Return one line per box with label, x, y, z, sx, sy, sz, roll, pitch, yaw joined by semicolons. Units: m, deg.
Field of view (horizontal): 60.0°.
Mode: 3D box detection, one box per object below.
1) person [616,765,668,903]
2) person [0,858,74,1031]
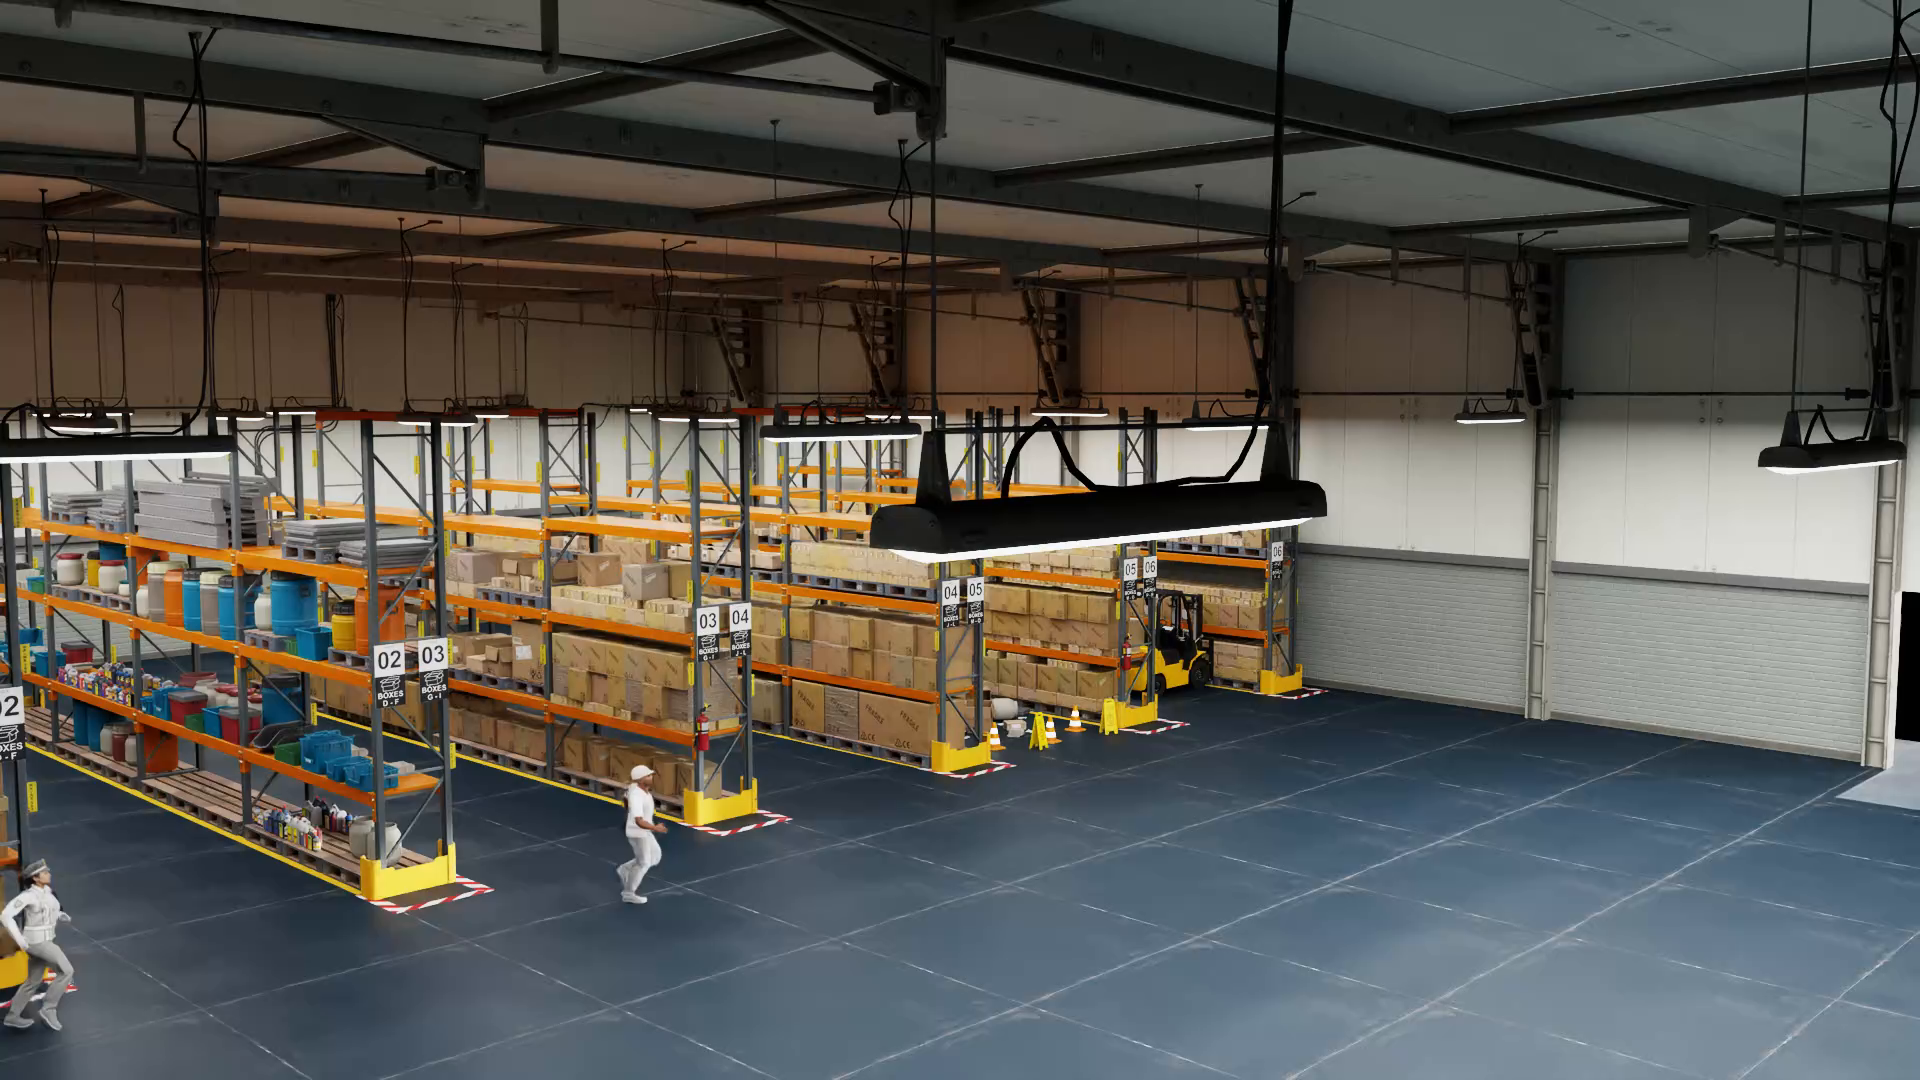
person;-3.964;3.642;20.713;0.646;1.721;0.727;-1;5;-9
person;-9.194;4.011;16.588;0.659;1.667;0.595;-2;5;-18
